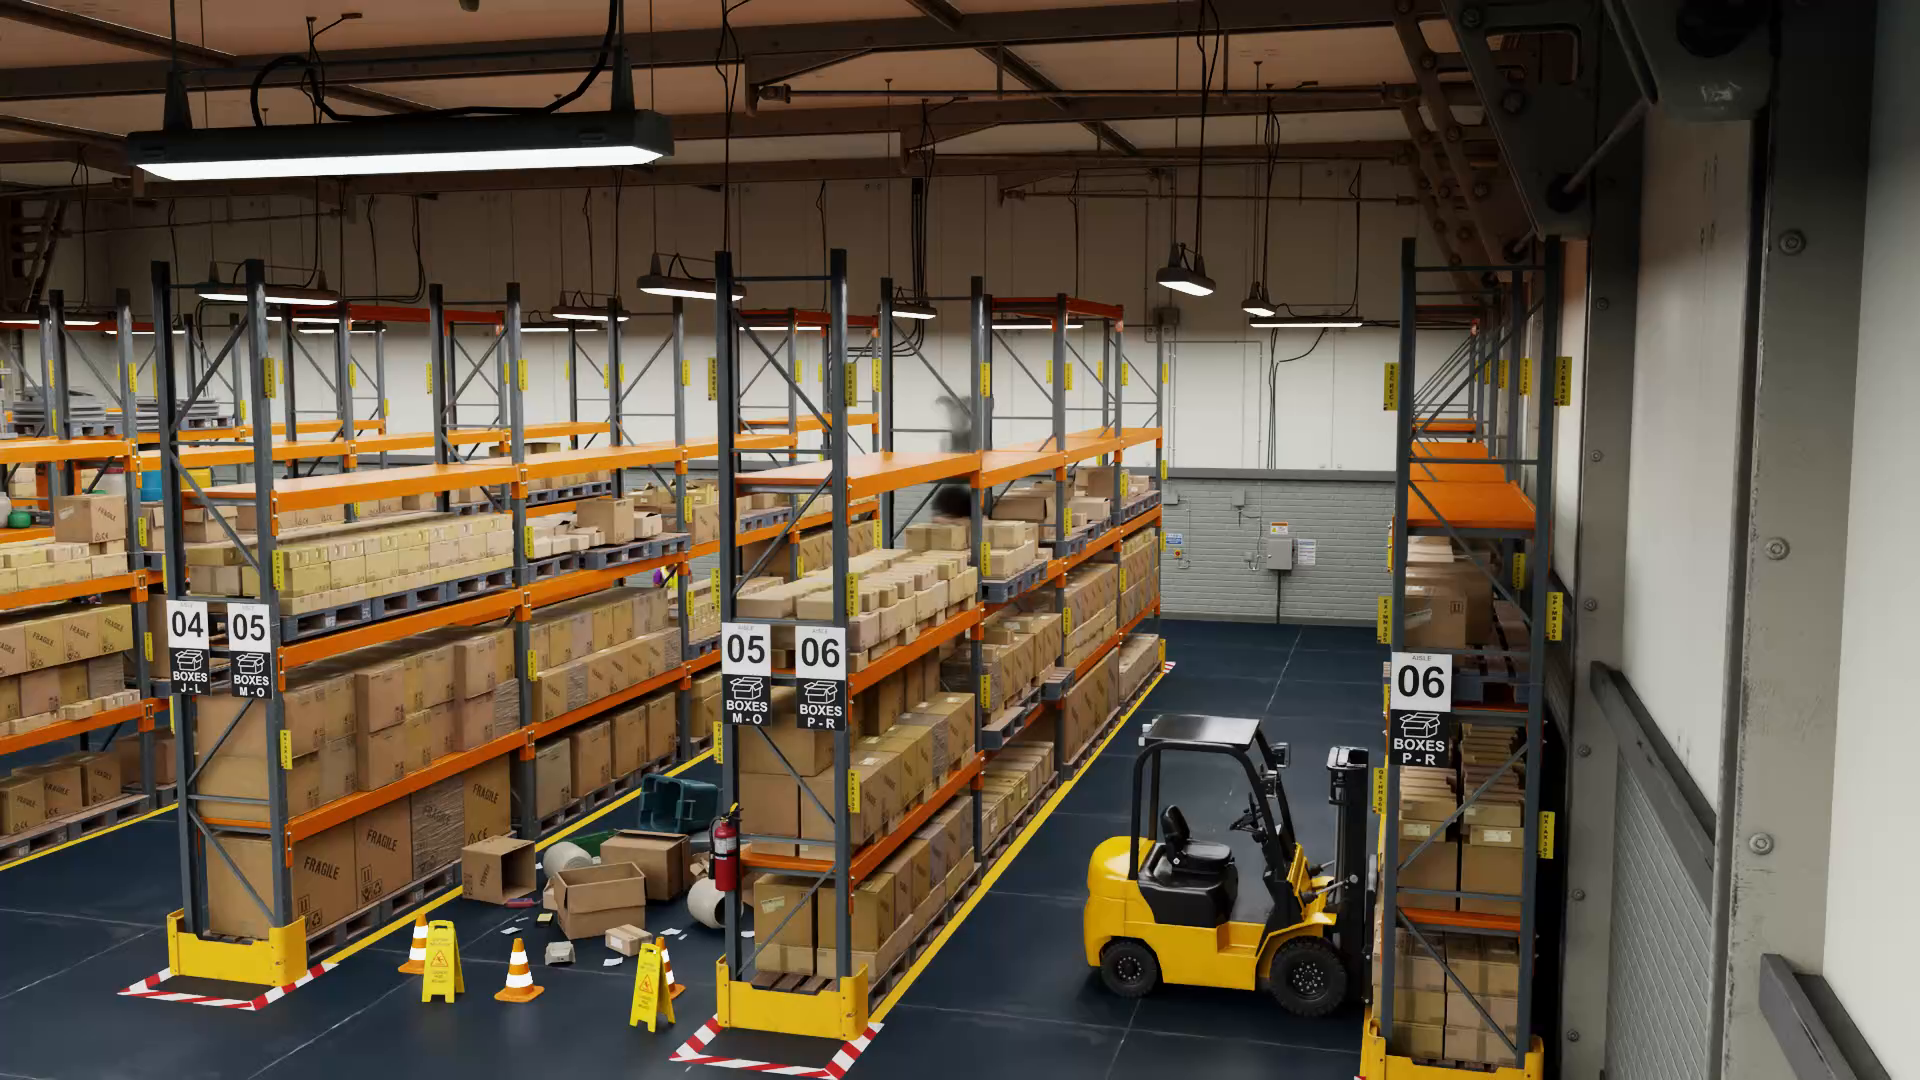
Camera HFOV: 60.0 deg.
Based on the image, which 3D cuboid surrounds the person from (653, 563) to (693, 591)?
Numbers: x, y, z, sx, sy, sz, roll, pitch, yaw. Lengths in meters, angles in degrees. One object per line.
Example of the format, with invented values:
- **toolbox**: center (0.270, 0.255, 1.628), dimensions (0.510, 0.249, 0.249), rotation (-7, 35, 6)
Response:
- **person**: center (-5.292, 1.066, 30.671), dimensions (0.686, 1.784, 0.681), rotation (0, 6, -1)
